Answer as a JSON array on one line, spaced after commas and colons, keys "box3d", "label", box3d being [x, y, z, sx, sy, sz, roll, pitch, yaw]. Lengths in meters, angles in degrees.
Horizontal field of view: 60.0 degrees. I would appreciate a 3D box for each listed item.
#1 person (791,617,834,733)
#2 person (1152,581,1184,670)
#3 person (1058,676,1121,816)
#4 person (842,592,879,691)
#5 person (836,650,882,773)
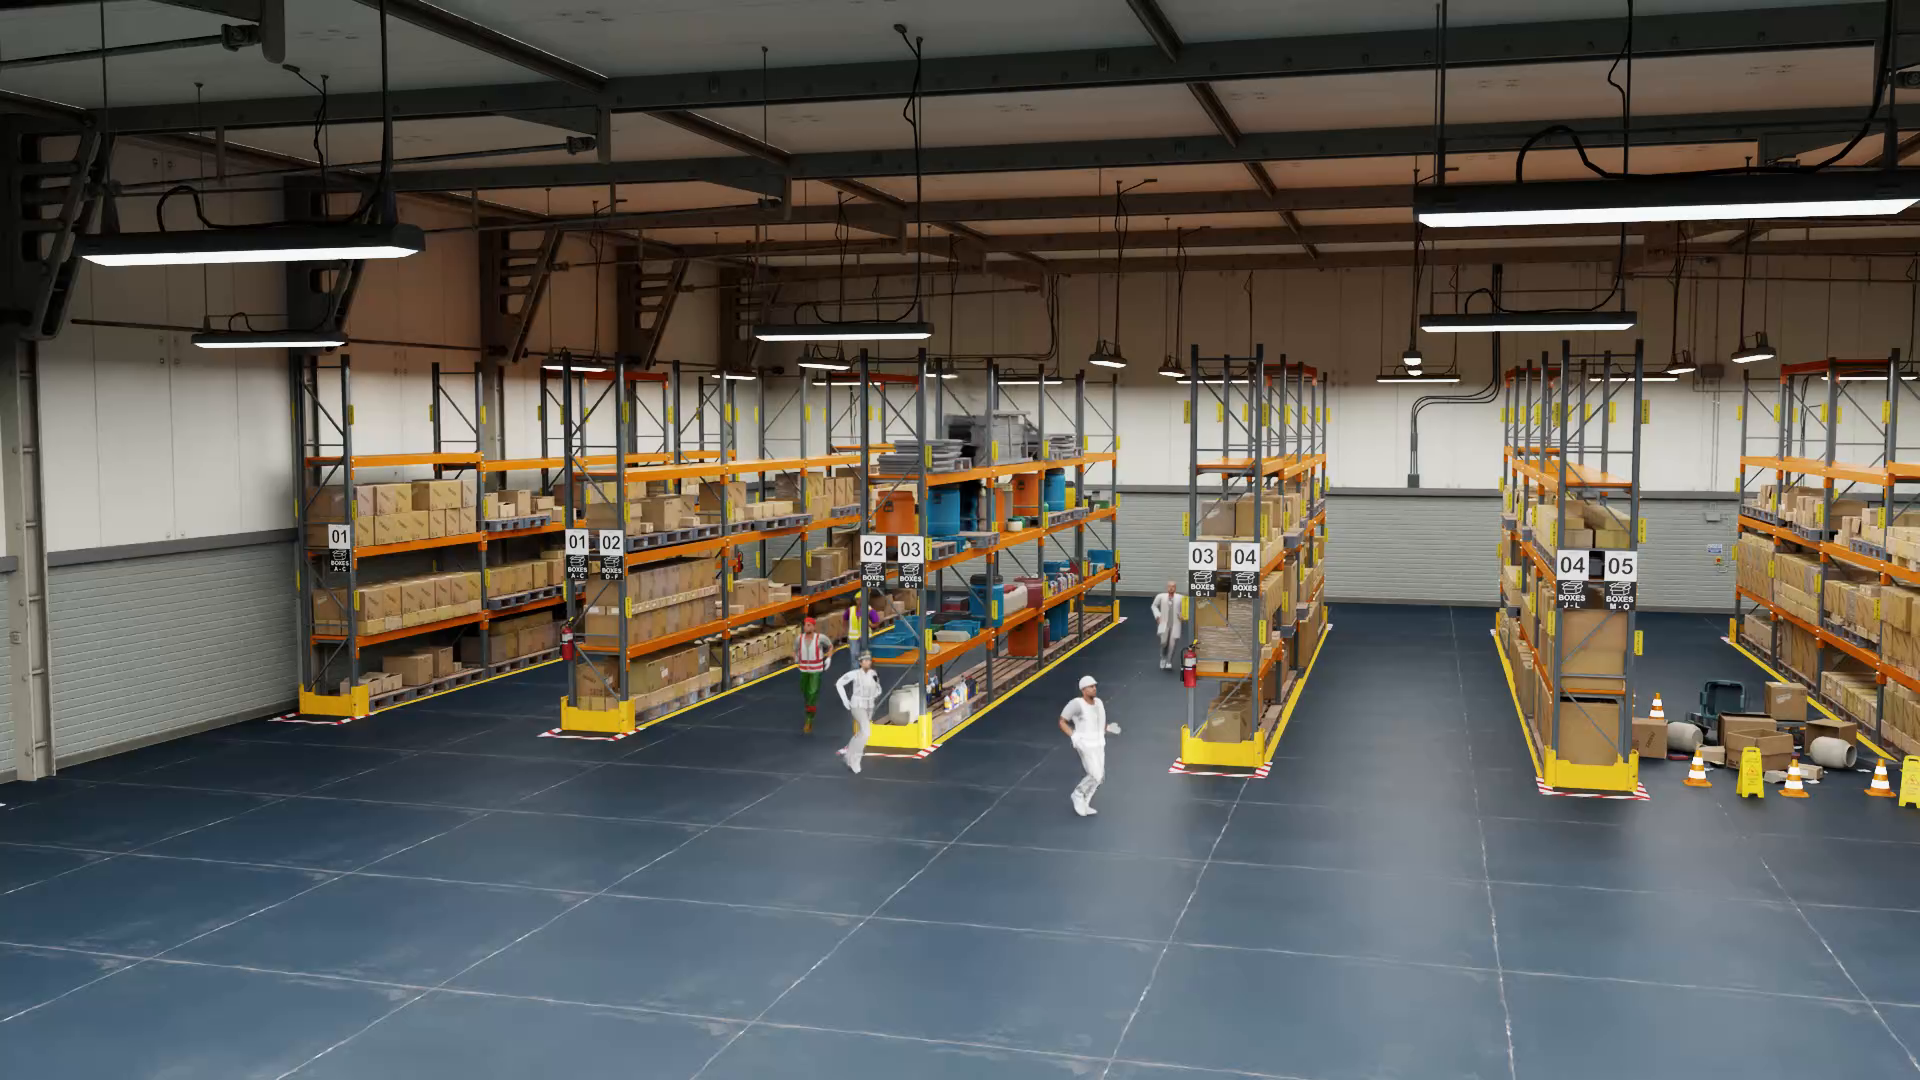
[{"box3d": [-2.366, 2.112, 26.620, 0.668, 1.790, 0.993, 1, 4, 13], "label": "person"}, {"box3d": [4.107, 1.681, 32.593, 0.680, 1.750, 0.696, 0, 4, 3], "label": "person"}, {"box3d": [1.653, 2.567, 20.677, 0.609, 1.740, 0.667, 4, 6, 44], "label": "person"}, {"box3d": [-1.821, 1.815, 30.370, 0.700, 1.754, 0.989, 0, 4, 2], "label": "person"}, {"box3d": [-1.389, 2.407, 23.539, 0.645, 1.720, 0.617, 4, 6, 45], "label": "person"}]
